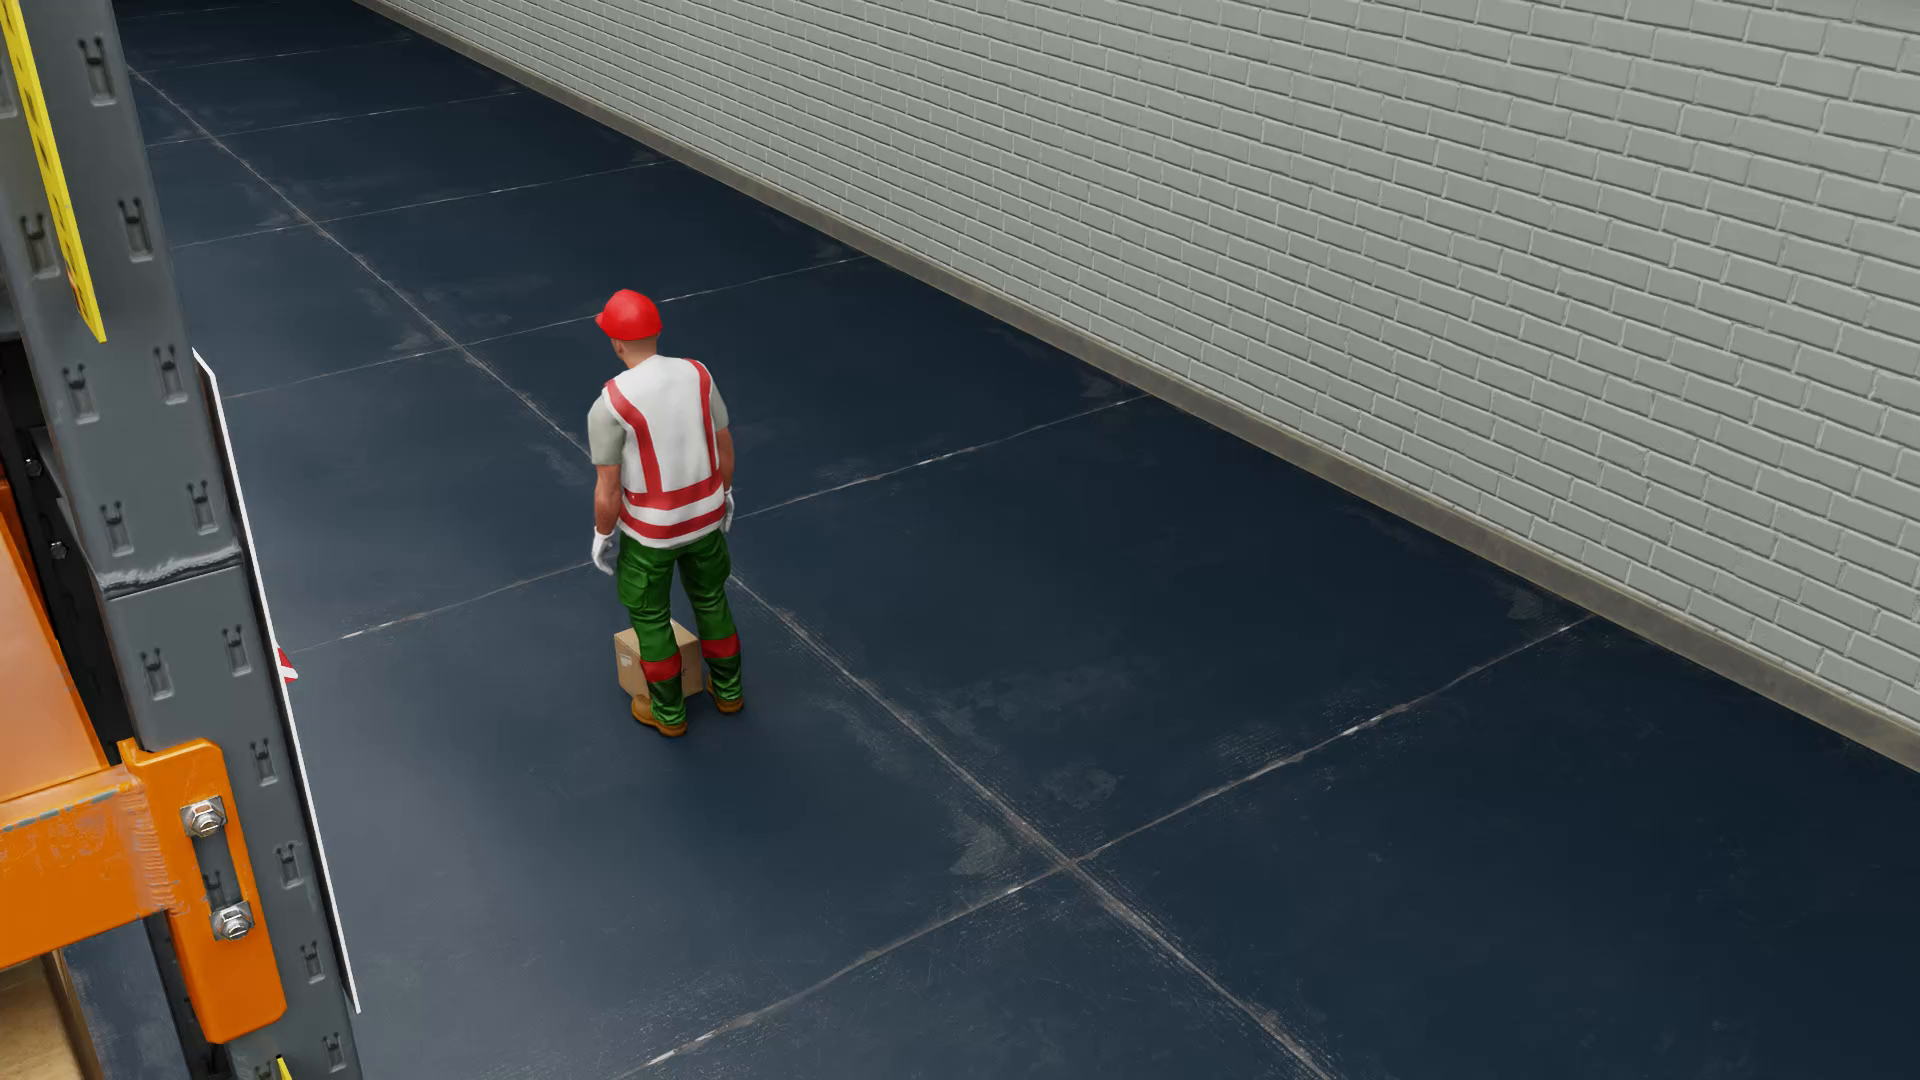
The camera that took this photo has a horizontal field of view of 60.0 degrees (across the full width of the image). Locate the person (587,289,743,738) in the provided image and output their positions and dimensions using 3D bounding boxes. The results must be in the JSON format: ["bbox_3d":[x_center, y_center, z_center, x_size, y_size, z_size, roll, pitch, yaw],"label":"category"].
[{"bbox_3d":[-1.111,-0.079,6.255,0.618,1.778,0.452,-21,35,-34],"label":"person"}]
